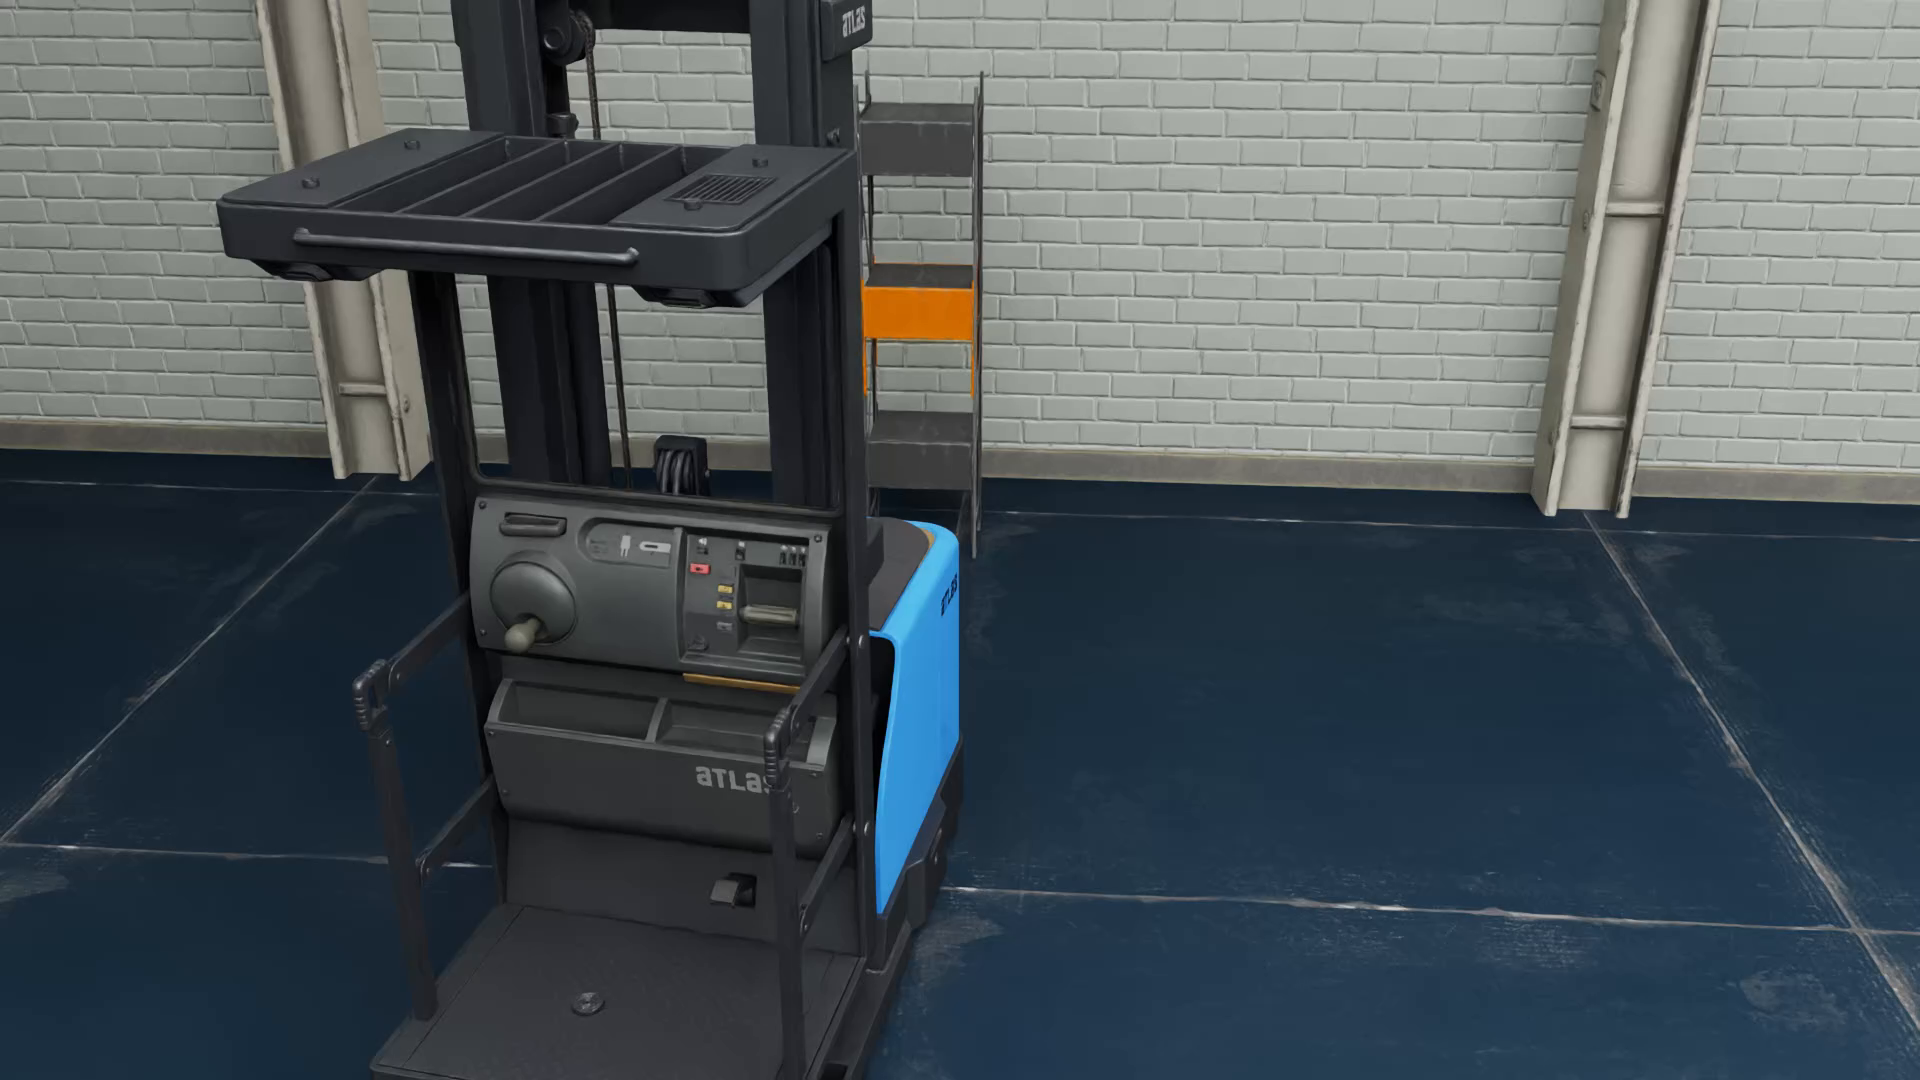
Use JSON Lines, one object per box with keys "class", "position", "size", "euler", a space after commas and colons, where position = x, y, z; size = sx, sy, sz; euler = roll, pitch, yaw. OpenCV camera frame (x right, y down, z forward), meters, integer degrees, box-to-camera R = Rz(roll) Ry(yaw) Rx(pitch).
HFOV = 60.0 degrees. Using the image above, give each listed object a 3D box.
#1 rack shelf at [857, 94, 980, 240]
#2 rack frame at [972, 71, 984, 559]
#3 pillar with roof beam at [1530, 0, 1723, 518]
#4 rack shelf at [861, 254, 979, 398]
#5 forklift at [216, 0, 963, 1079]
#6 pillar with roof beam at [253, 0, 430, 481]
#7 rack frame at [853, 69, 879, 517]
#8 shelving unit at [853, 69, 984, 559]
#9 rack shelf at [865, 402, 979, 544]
{"class": "rack shelf", "position": [-0.165, -1.583, 7.036], "size": [0.480, 0.518, 0.431], "euler": [2, 25, 4]}
{"class": "rack frame", "position": [0.078, -0.951, 7.306], "size": [0.015, 2.100, 0.400], "euler": [2, 25, 4]}
{"class": "pillar with roof beam", "position": [2.691, -2.470, 2.352], "size": [0.400, 9.000, 9.100], "euler": [2, 25, 4]}
{"class": "rack shelf", "position": [-0.165, -0.947, 7.328], "size": [0.480, 0.518, 0.431], "euler": [2, 25, 4]}
{"class": "forklift", "position": [-0.822, 0.147, 3.925], "size": [1.130, 2.935, 3.031], "euler": [6, 25, 12]}
{"class": "pillar with roof beam", "position": [-3.291, -2.662, 2.769], "size": [0.400, 9.000, 9.100], "euler": [2, 25, 4]}
{"class": "rack frame", "position": [-0.408, -0.967, 7.340], "size": [0.015, 2.100, 0.400], "euler": [2, 25, 4]}
{"class": "shelving unit", "position": [-0.165, -0.959, 7.323], "size": [0.503, 2.100, 0.431], "euler": [2, 25, 4]}
{"class": "rack shelf", "position": [-0.165, -0.311, 7.621], "size": [0.480, 0.518, 0.431], "euler": [2, 25, 4]}
